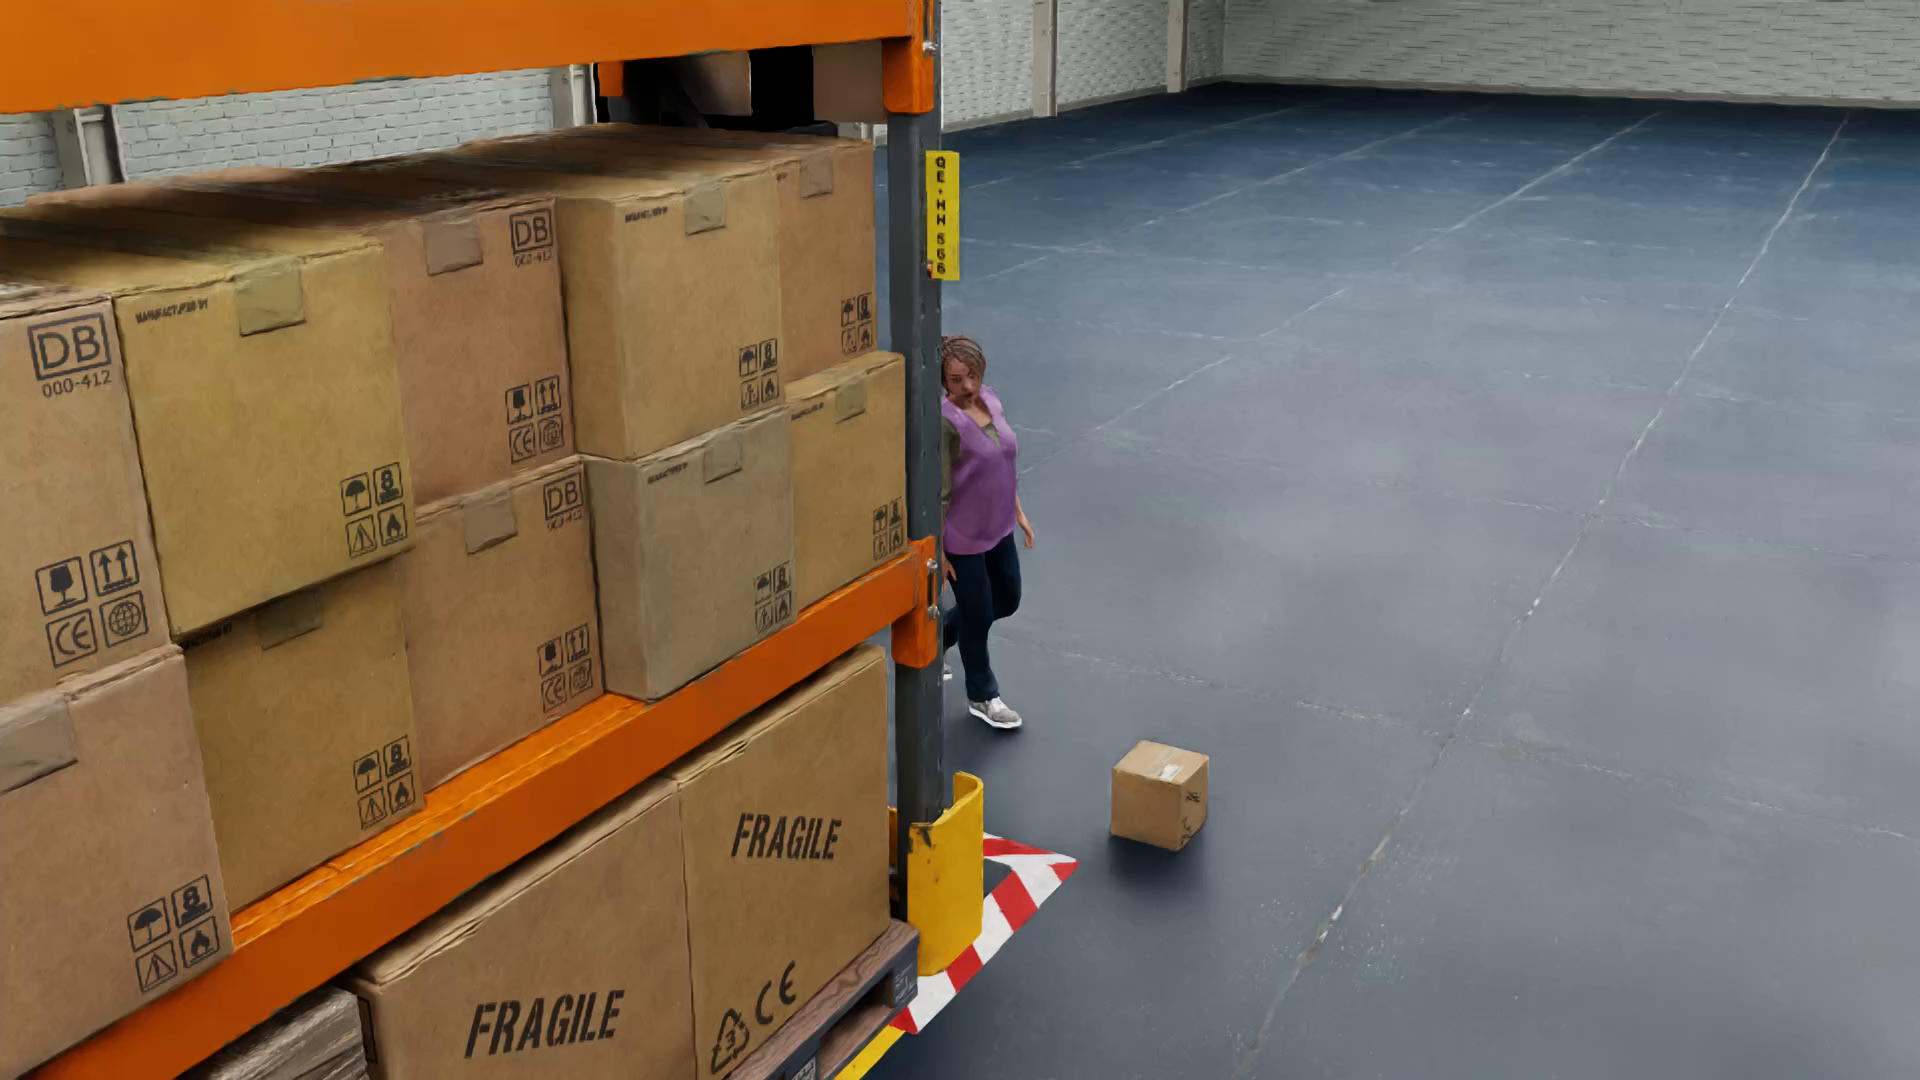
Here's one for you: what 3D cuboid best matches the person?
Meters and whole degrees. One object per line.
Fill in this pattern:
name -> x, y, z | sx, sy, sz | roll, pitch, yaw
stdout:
person -> -0.022, -0.027, 6.186 | 0.517, 1.561, 0.470 | 10, 22, 26
